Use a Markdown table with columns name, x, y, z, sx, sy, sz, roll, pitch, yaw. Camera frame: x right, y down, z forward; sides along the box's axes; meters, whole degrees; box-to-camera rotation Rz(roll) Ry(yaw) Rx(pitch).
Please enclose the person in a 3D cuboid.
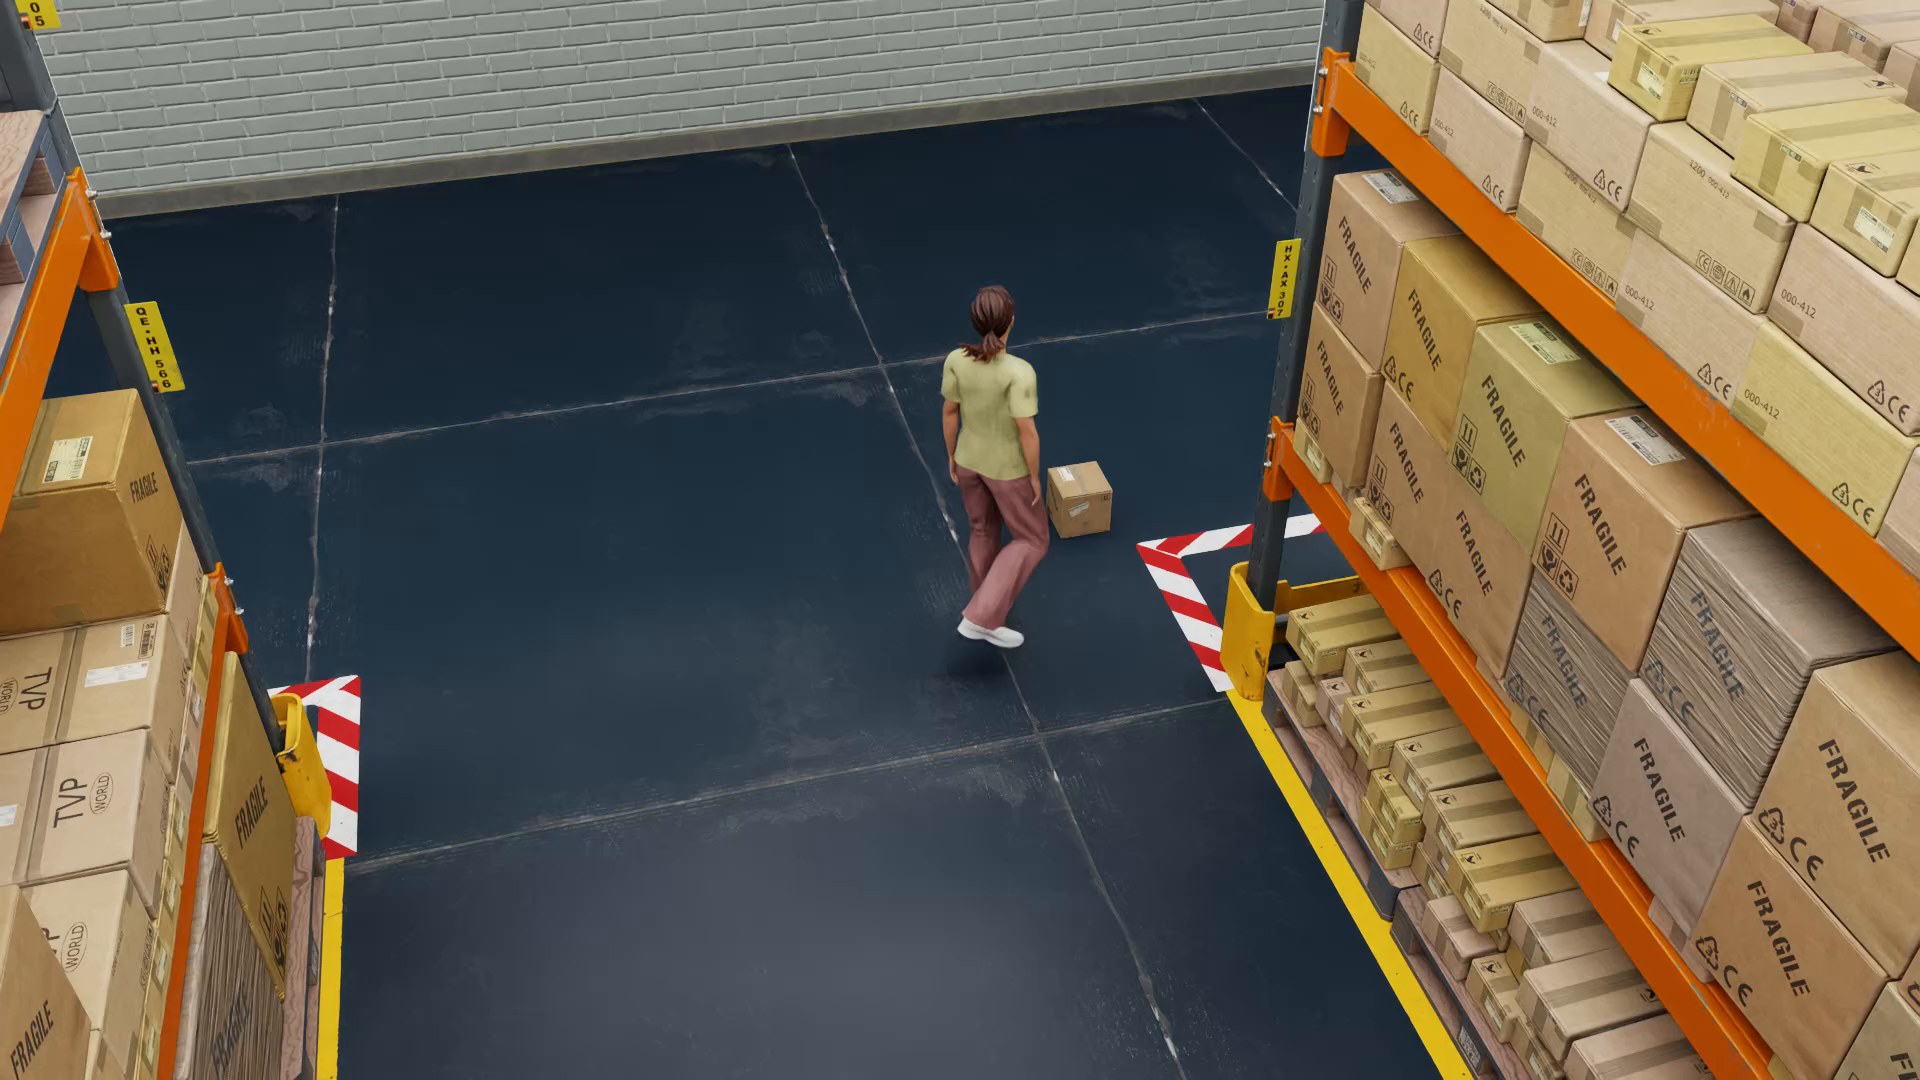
| name | x | y | z | sx | sy | sz | roll | pitch | yaw |
| --- | --- | --- | --- | --- | --- | --- | --- | --- | --- |
| person | 0.112 | -0.256 | 7.035 | 0.512 | 1.669 | 0.563 | 23 | 44 | 26 |
